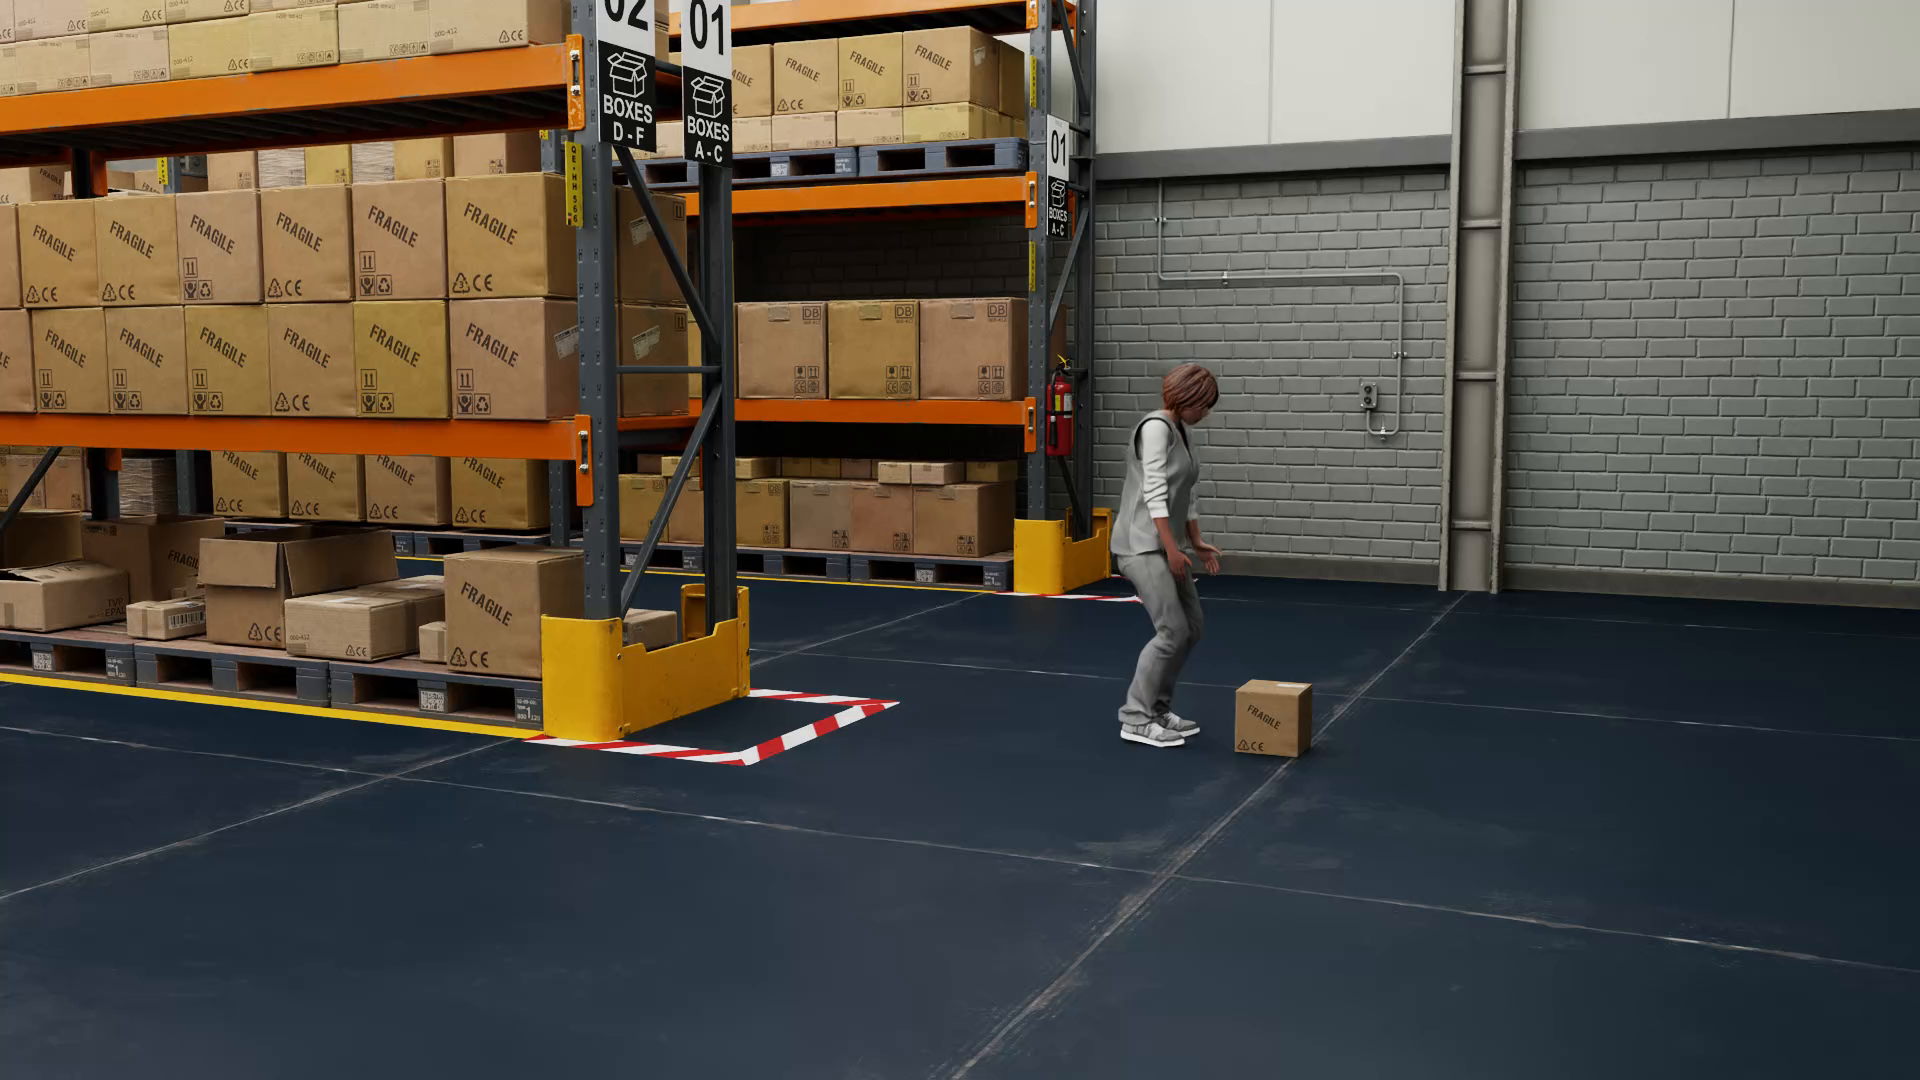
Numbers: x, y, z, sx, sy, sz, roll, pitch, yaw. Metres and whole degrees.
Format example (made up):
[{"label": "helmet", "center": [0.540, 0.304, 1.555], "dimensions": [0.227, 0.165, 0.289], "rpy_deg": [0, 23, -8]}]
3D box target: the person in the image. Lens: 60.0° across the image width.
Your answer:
[{"label": "person", "center": [0.838, 0.062, 6.785], "dimensions": [0.418, 1.523, 0.433], "rpy_deg": [3, 6, 25]}]
